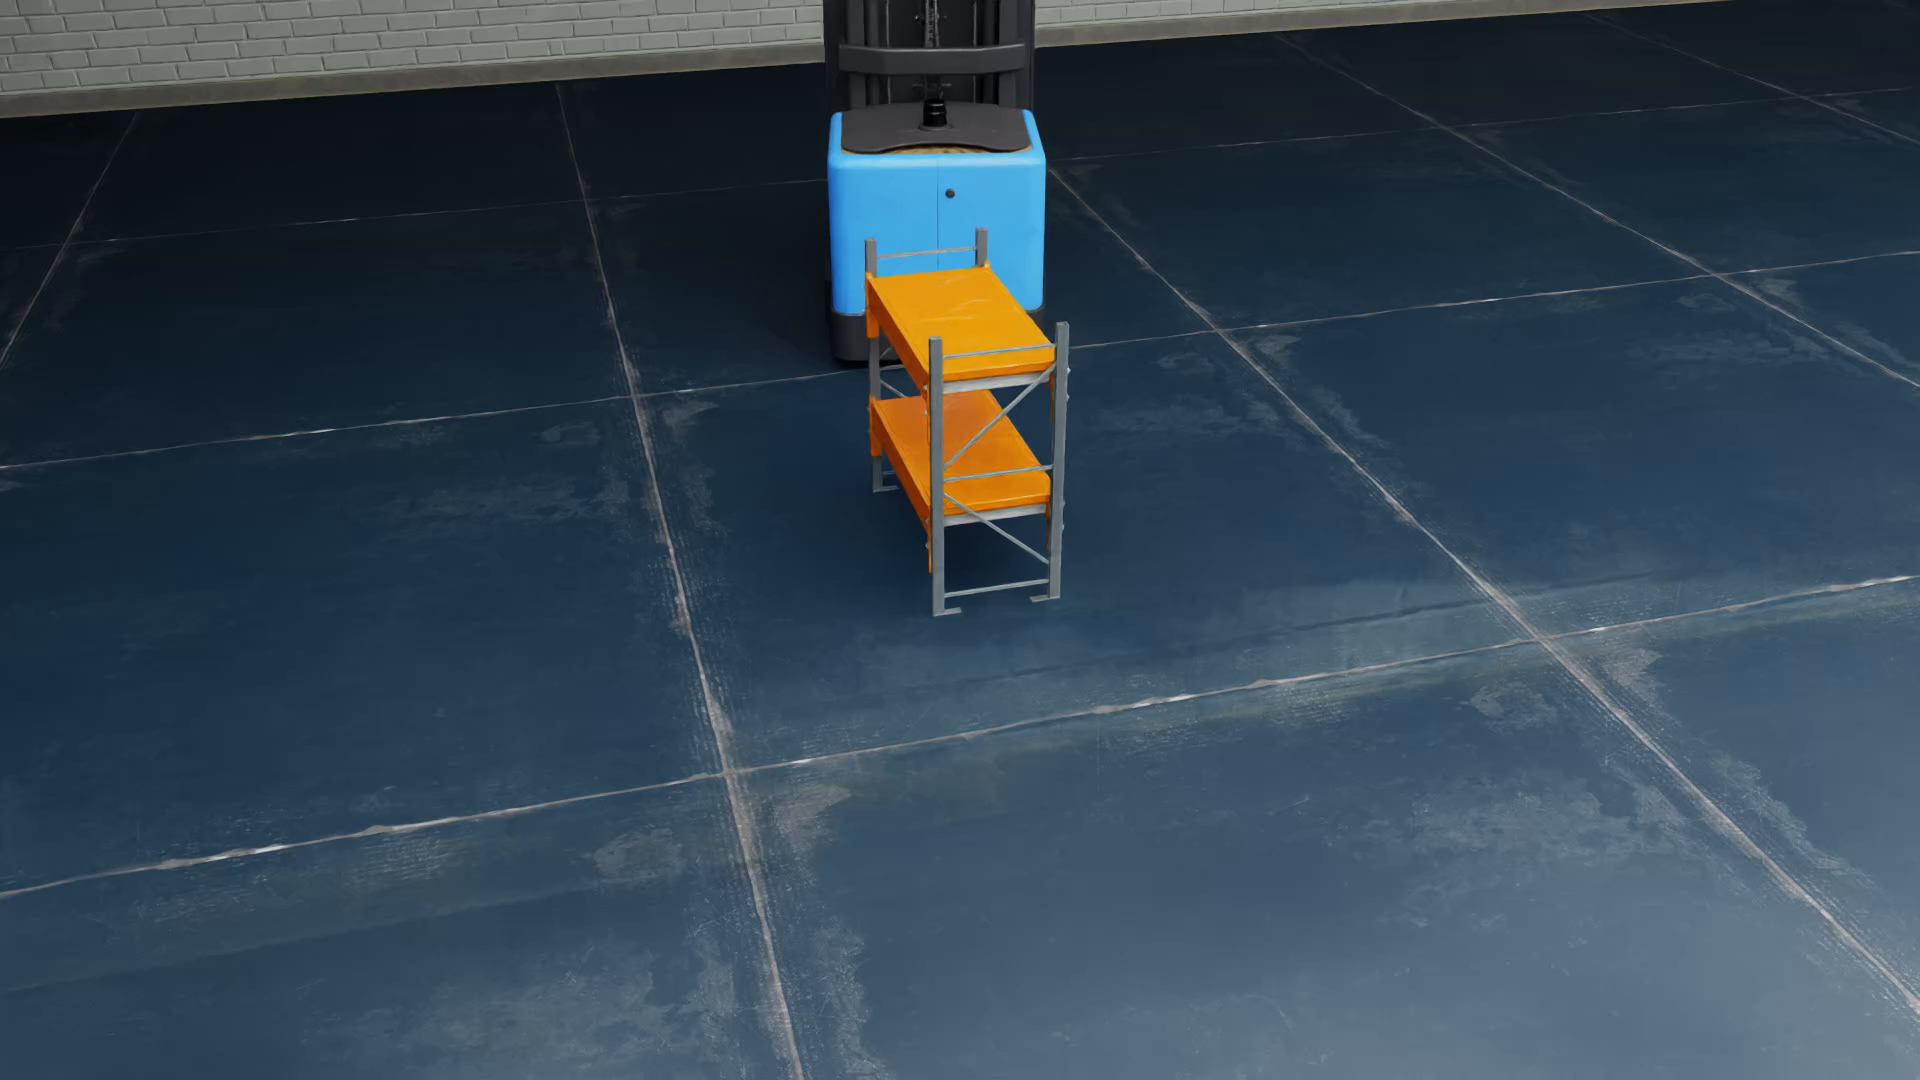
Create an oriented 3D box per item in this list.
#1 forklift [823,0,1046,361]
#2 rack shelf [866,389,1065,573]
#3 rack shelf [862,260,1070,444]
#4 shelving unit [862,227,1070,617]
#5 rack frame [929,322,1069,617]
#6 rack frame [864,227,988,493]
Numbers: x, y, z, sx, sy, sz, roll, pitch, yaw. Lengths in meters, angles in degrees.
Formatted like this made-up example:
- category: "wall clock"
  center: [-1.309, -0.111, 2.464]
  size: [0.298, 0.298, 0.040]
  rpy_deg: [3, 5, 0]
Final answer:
- category: "forklift"
  center: [-0.169, -2.847, 8.743]
  size: [1.130, 2.935, 3.031]
  rpy_deg: [-1, 30, -2]
- category: "rack shelf"
  center: [0.002, -0.272, 6.585]
  size: [0.538, 0.278, 1.000]
  rpy_deg: [-8, 31, -13]
- category: "rack shelf"
  center: [0.002, -0.737, 6.316]
  size: [0.538, 0.278, 1.000]
  rpy_deg: [-8, 31, -13]
- category: "shelving unit"
  center: [0.002, -0.484, 6.463]
  size: [0.538, 1.125, 1.048]
  rpy_deg: [-8, 31, -13]
- category: "rack frame"
  center: [0.137, -0.238, 6.038]
  size: [0.500, 1.125, 0.032]
  rpy_deg: [-8, 31, -13]
- category: "rack frame"
  center: [-0.133, -0.729, 6.887]
  size: [0.500, 1.125, 0.032]
  rpy_deg: [-8, 31, -13]
